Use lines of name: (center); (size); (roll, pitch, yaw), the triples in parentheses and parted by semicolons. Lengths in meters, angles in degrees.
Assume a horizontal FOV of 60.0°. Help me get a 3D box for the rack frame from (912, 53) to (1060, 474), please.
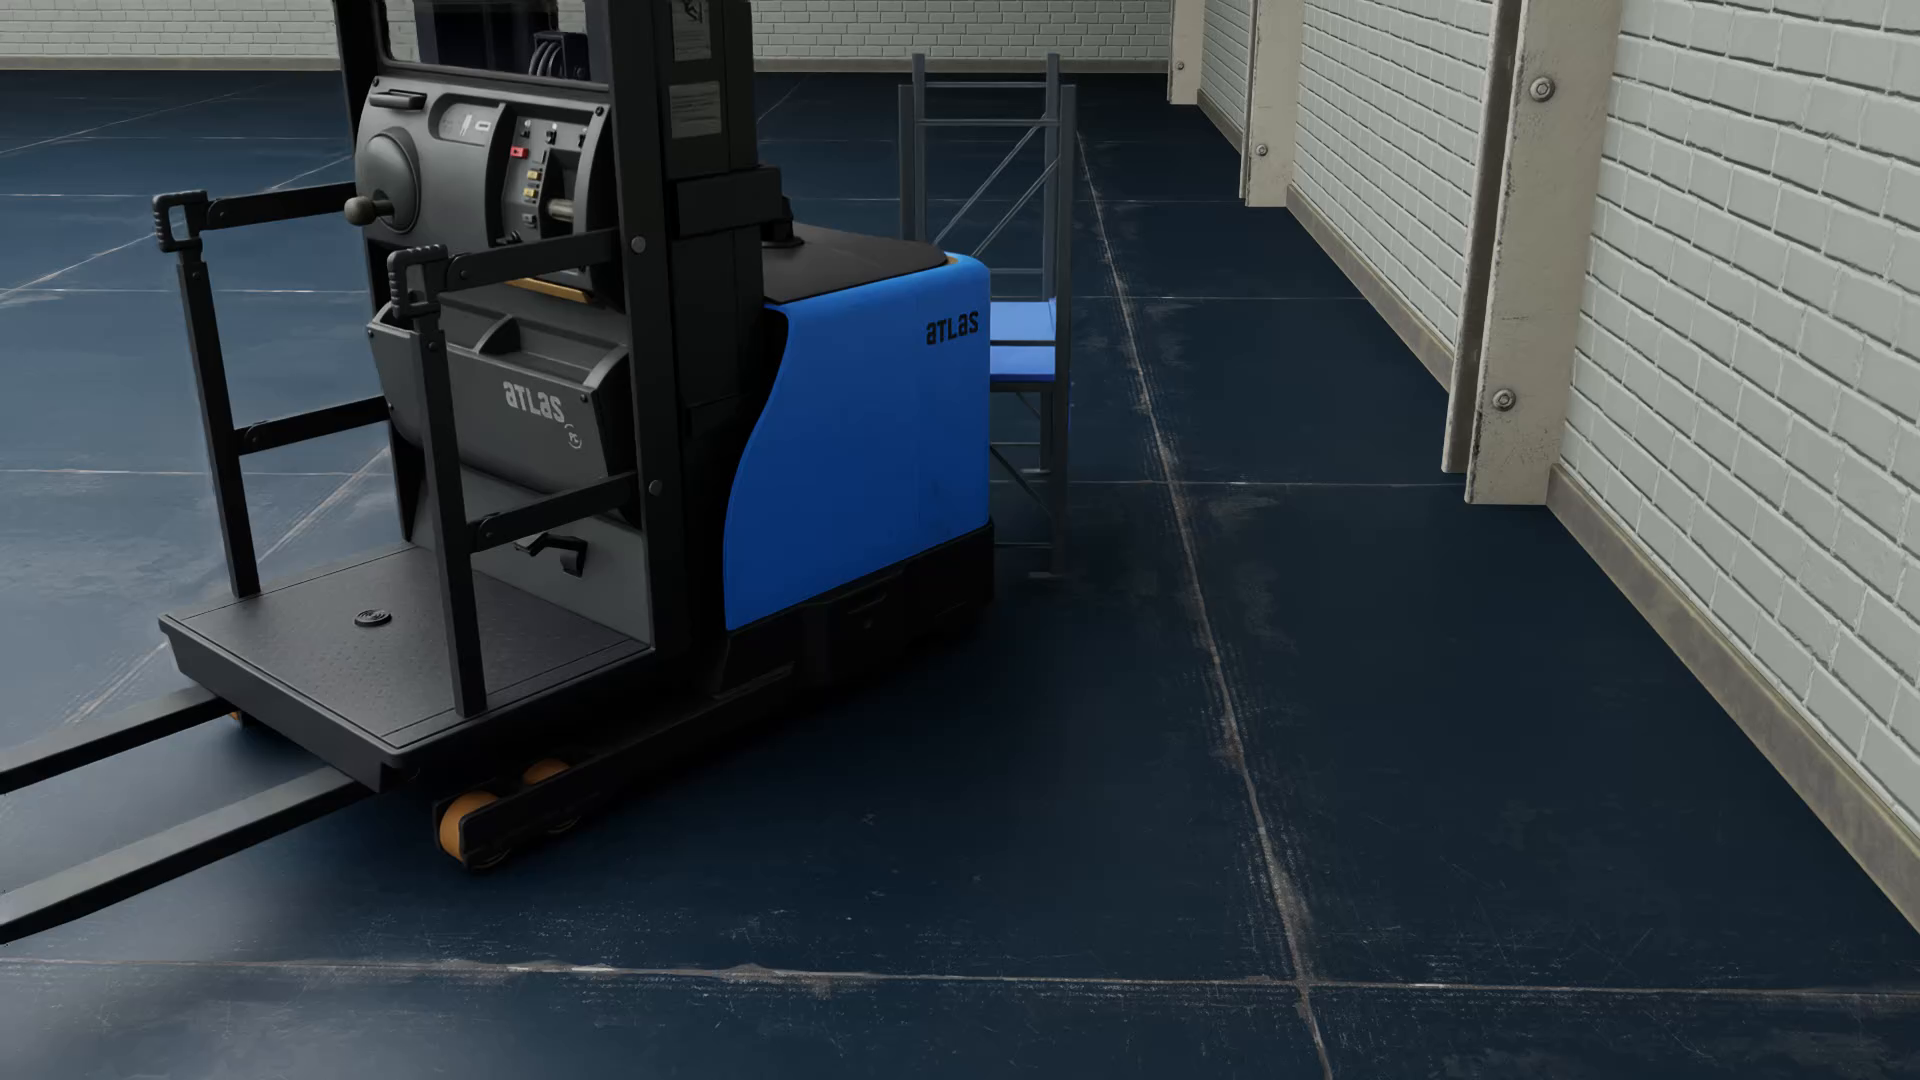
rack frame: (0.087, -0.952, 5.909); (0.500, 1.500, 0.032); (0, 21, 1)

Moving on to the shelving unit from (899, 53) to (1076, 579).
shelving unit: (0.082, -0.768, 5.435); (0.538, 1.500, 1.048); (0, 21, 1)

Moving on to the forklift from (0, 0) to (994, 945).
forklift: (-1.249, -0.850, 3.667); (1.130, 2.935, 3.031); (18, 27, 38)

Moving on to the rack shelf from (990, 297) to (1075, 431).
rack shelf: (0.082, -0.600, 5.500); (0.538, 0.185, 1.000); (0, 21, 1)

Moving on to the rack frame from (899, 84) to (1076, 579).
rack frame: (0.077, -0.584, 4.961); (0.500, 1.500, 0.032); (0, 21, 1)

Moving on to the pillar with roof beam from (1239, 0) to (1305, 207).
pillar with roof beam: (-2.171, -6.610, 10.123); (9.100, 9.000, 0.400); (1, 21, 2)

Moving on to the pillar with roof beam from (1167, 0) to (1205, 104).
pillar with roof beam: (-1.989, -8.779, 15.714); (9.100, 9.000, 0.400); (1, 21, 2)

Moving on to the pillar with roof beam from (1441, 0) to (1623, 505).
pillar with roof beam: (-2.354, -4.440, 4.532); (9.100, 9.000, 0.400); (1, 21, 2)
